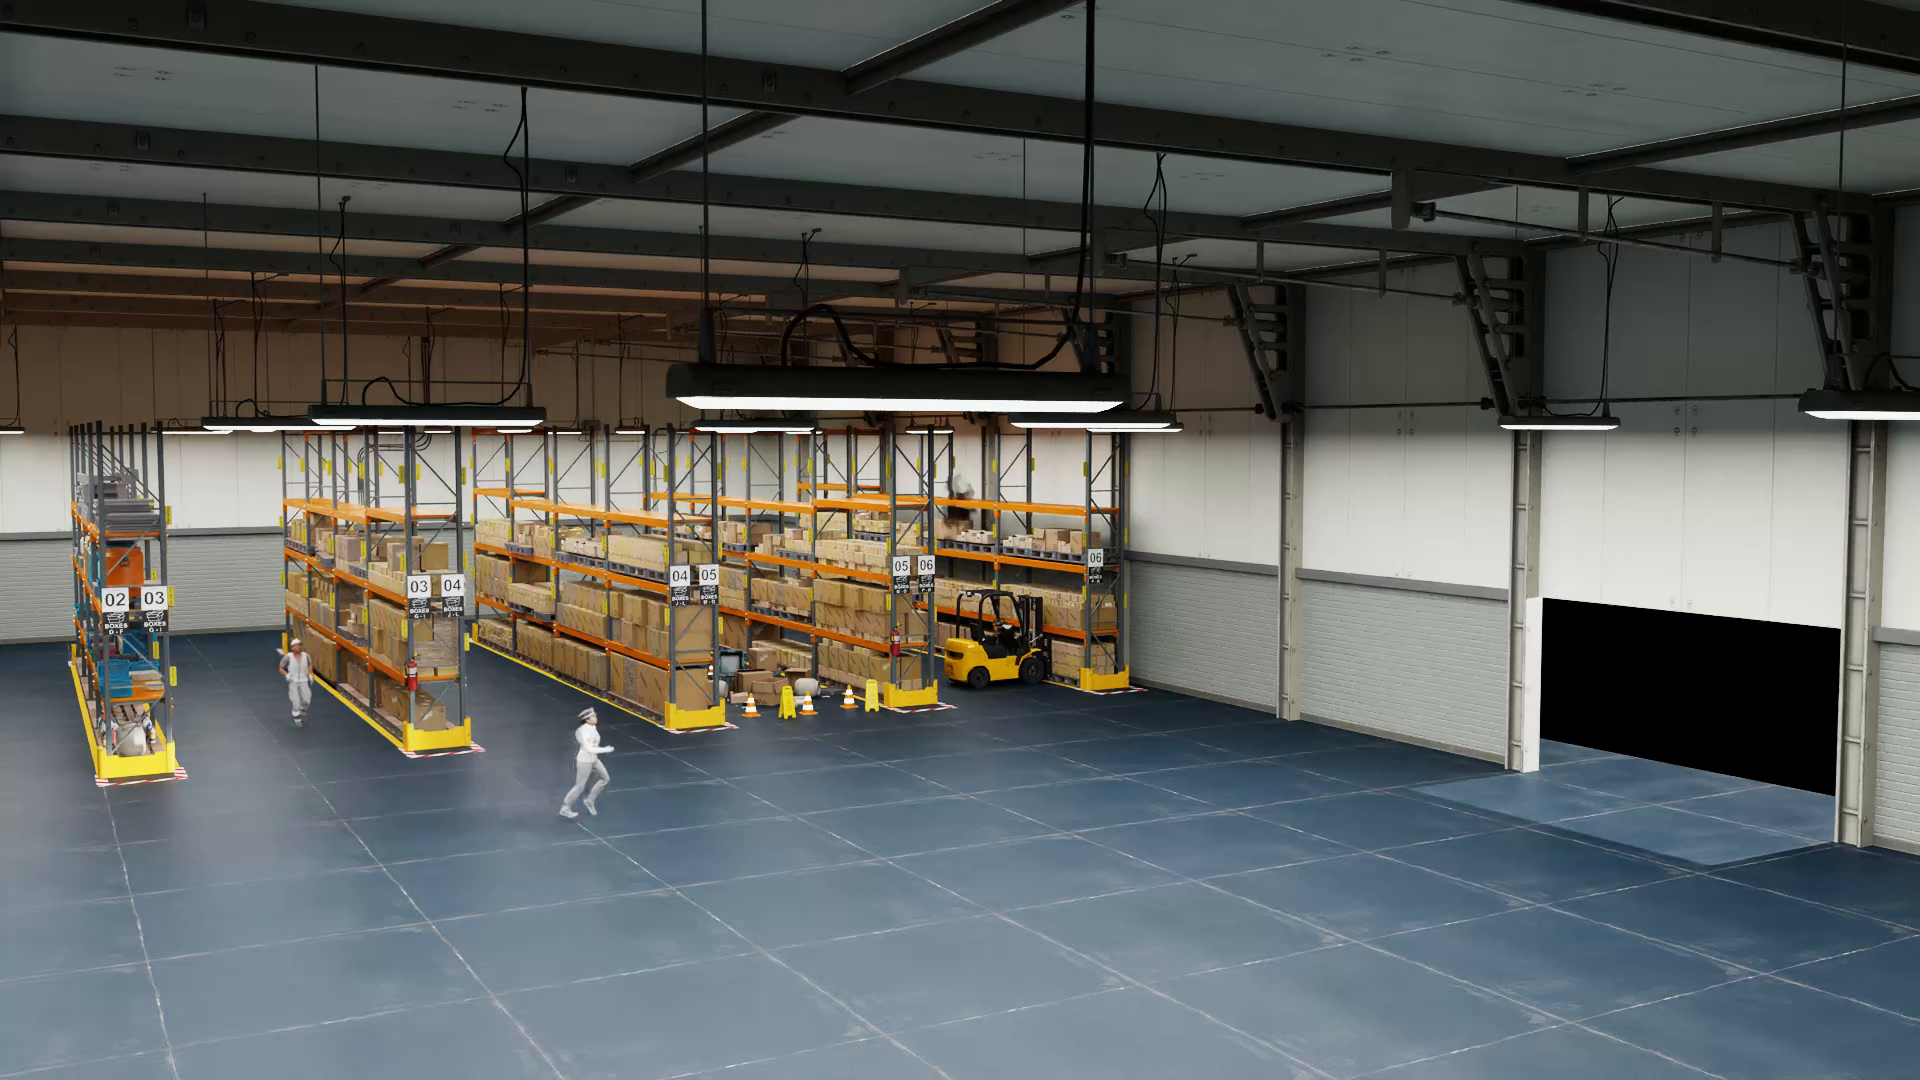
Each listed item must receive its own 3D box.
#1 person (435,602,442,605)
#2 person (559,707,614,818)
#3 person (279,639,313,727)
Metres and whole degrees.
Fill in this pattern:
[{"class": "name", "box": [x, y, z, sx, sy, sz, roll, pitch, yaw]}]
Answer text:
[{"class": "person", "box": [-13.987, 2.099, 44.731, 0.705, 1.758, 0.667, -1, 4, -21]}, {"class": "person", "box": [-5.587, 3.327, 24.965, 0.822, 1.666, 0.622, 0, 4, -1]}, {"class": "person", "box": [-13.047, 2.819, 32.761, 0.661, 1.746, 0.572, -2, 4, -34]}]
